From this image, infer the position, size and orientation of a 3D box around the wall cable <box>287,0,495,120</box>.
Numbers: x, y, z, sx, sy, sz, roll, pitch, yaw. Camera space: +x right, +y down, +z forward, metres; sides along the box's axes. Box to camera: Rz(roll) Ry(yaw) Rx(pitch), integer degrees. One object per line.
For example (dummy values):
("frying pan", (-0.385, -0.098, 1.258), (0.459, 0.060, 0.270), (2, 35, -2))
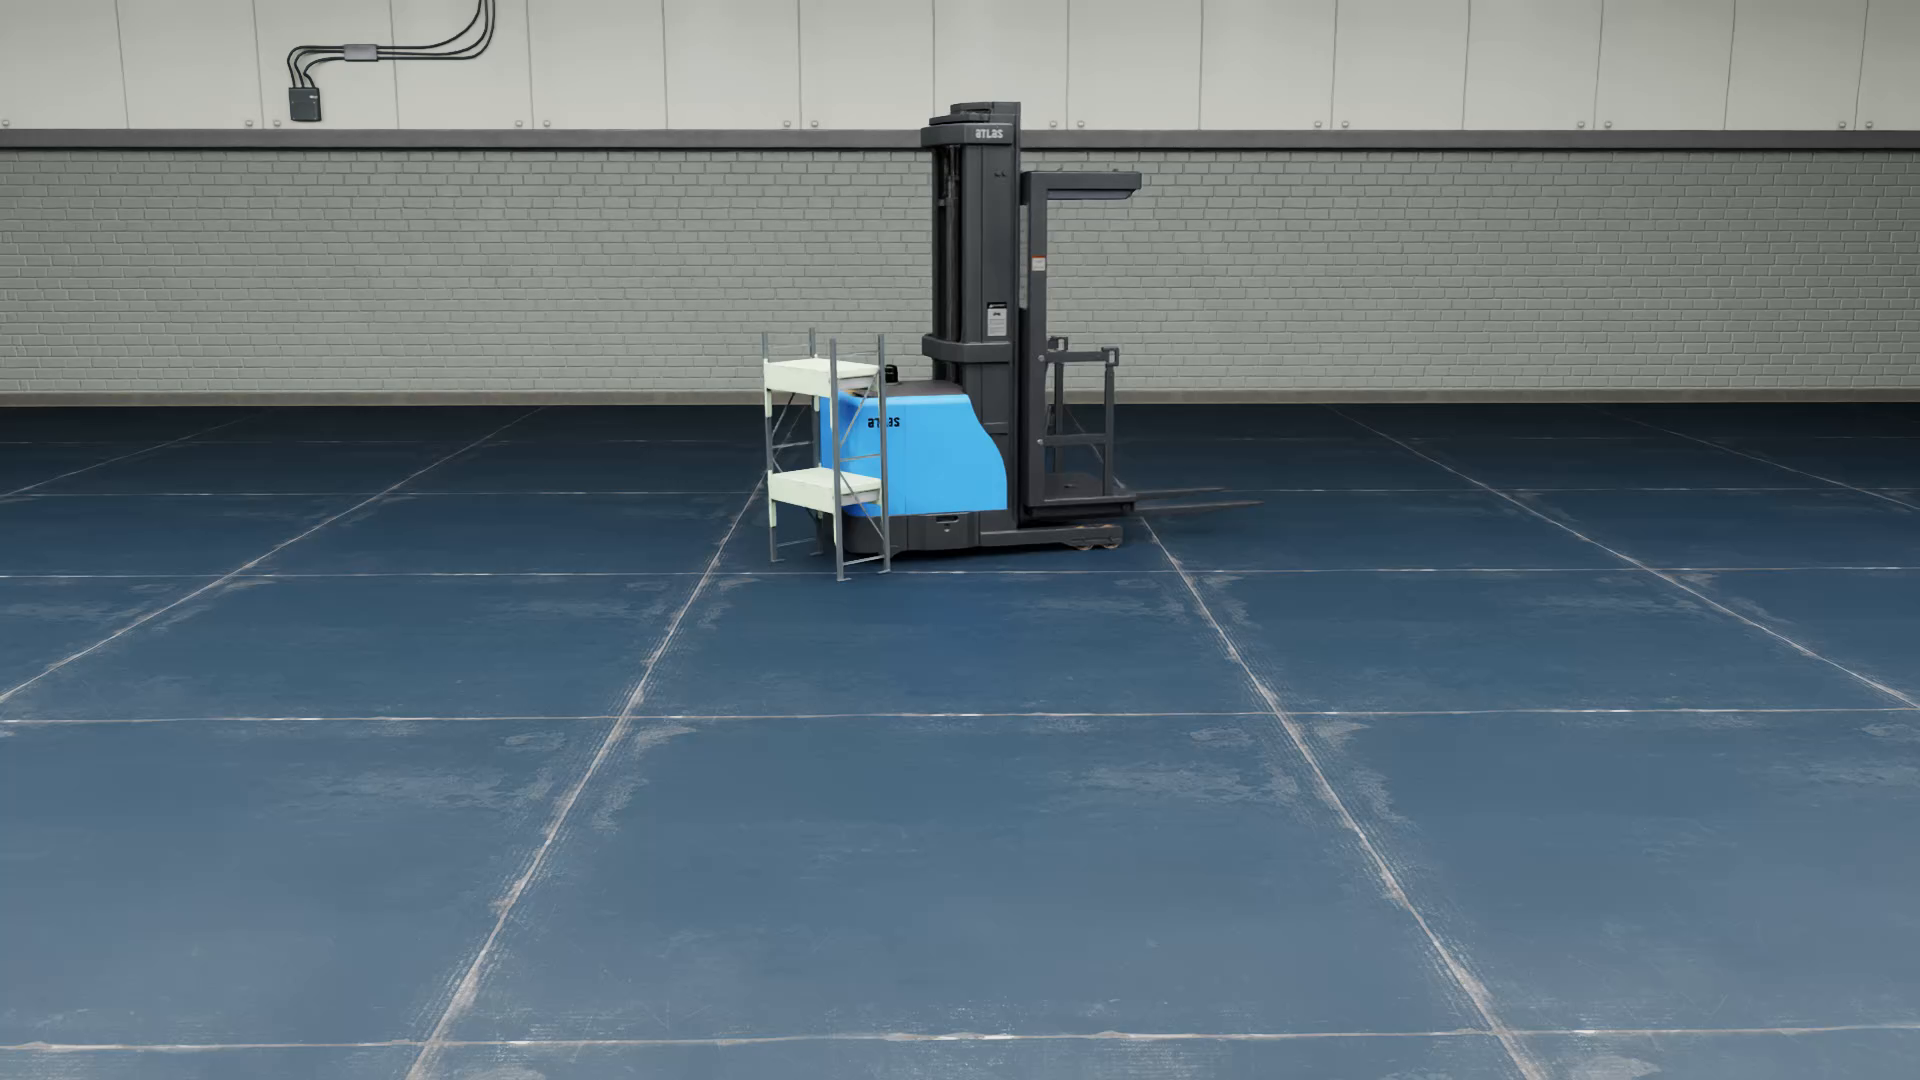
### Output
("wall cable", (-6.287, -7.622, 17.943), (2.305, 6.003, 0.169), (0, 11, -1))

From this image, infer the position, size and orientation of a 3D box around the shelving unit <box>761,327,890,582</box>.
("shelving unit", (-0.850, -0.561, 10.528), (0.431, 1.500, 0.755), (-11, 16, -39))

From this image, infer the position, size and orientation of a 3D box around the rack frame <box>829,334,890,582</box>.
("rack frame", (-0.613, -0.505, 10.254), (0.400, 1.500, 0.023), (-11, 16, -39))

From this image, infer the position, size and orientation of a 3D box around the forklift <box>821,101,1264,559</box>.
("forklift", (0.600, -1.459, 11.381), (3.031, 2.935, 1.130), (-3, 12, -16))

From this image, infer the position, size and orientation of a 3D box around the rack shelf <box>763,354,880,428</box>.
("rack shelf", (-0.856, -0.942, 10.446), (0.431, 0.370, 0.720), (-11, 16, -39))

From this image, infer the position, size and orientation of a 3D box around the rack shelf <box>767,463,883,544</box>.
("rack shelf", (-0.845, -0.242, 10.597), (0.431, 0.370, 0.720), (-11, 16, -39))

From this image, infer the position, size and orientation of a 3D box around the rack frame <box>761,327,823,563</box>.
("rack frame", (-1.086, -0.616, 10.802), (0.400, 1.500, 0.023), (-11, 16, -39))
